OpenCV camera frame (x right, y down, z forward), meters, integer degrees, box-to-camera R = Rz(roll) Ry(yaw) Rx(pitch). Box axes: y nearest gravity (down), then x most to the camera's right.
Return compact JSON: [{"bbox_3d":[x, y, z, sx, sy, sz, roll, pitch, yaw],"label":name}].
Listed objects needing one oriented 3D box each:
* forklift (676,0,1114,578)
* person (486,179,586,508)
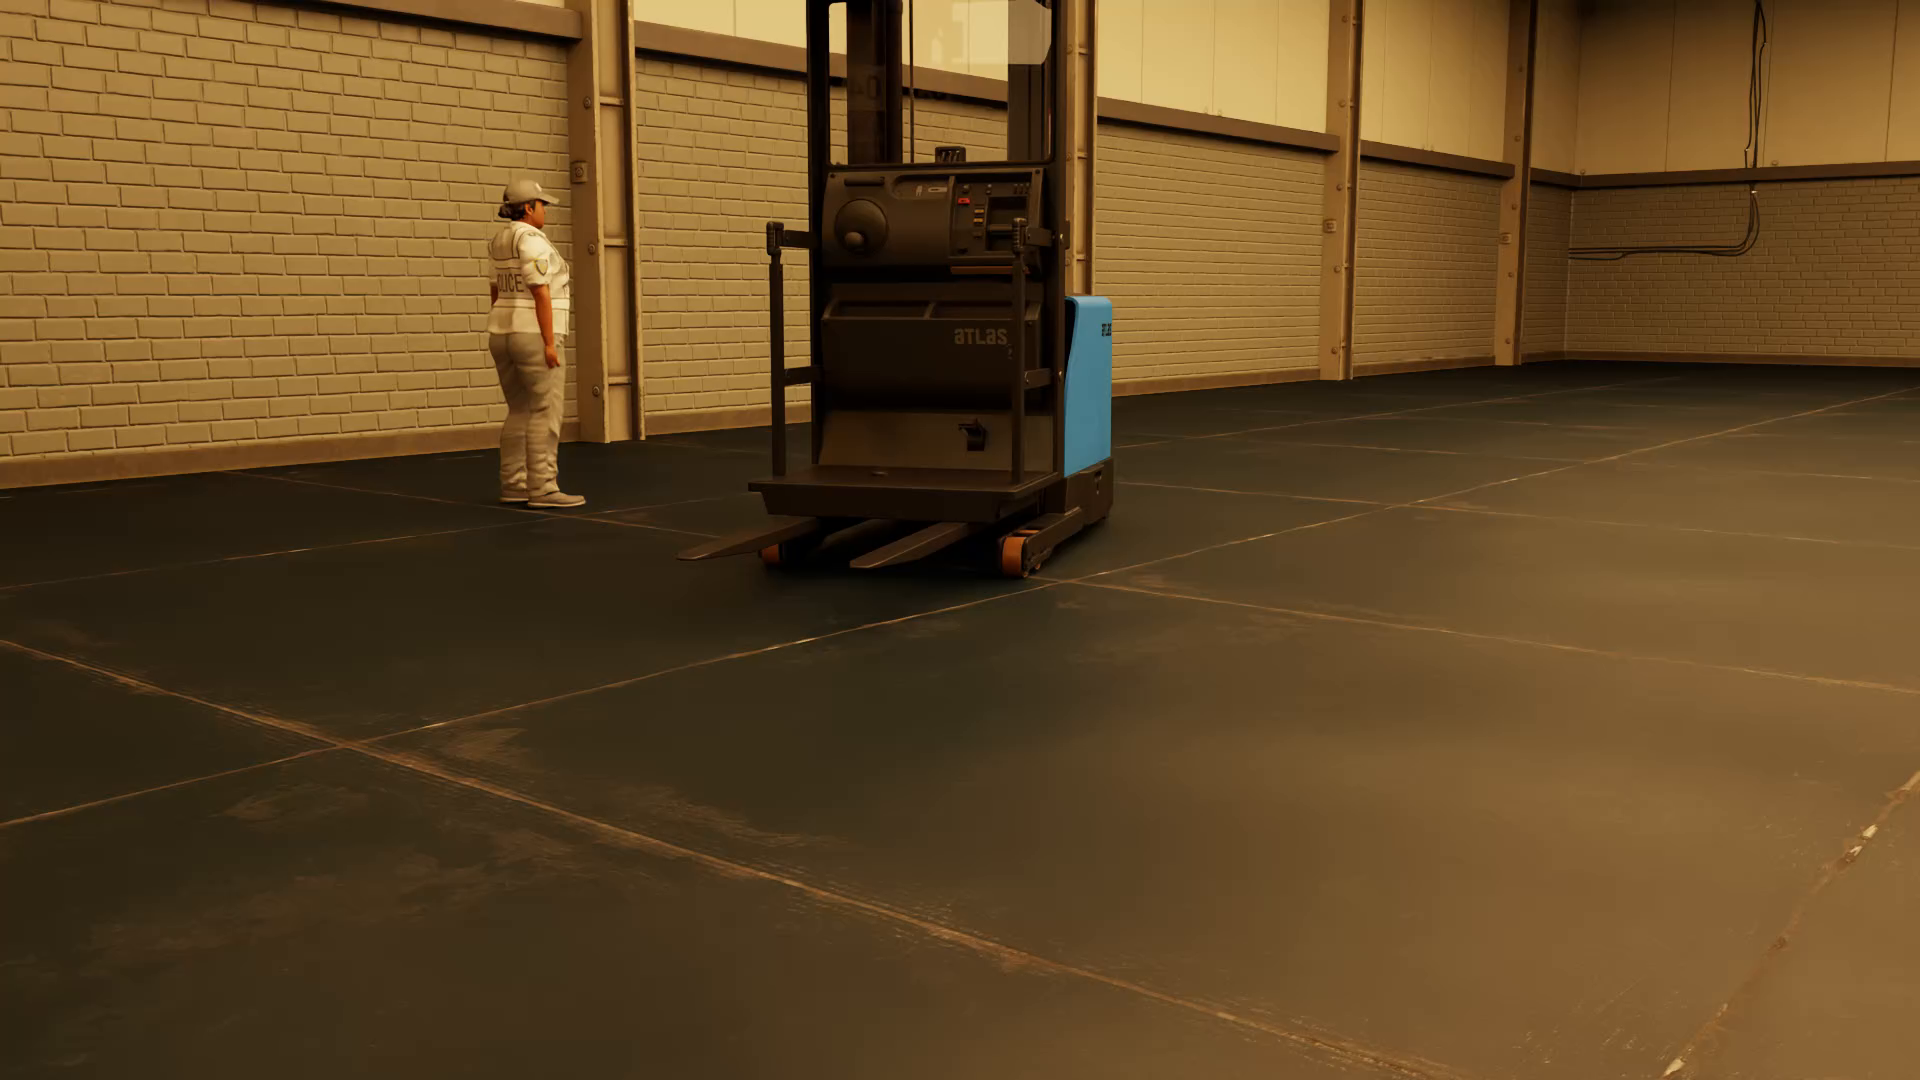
[{"bbox_3d":[-0.176,-1.366,6.616,1.130,2.935,3.031,3,9,17],"label":"forklift"},{"bbox_3d":[-2.203,-1.005,8.543,0.389,1.667,0.490,-8,12,-44],"label":"person"}]
